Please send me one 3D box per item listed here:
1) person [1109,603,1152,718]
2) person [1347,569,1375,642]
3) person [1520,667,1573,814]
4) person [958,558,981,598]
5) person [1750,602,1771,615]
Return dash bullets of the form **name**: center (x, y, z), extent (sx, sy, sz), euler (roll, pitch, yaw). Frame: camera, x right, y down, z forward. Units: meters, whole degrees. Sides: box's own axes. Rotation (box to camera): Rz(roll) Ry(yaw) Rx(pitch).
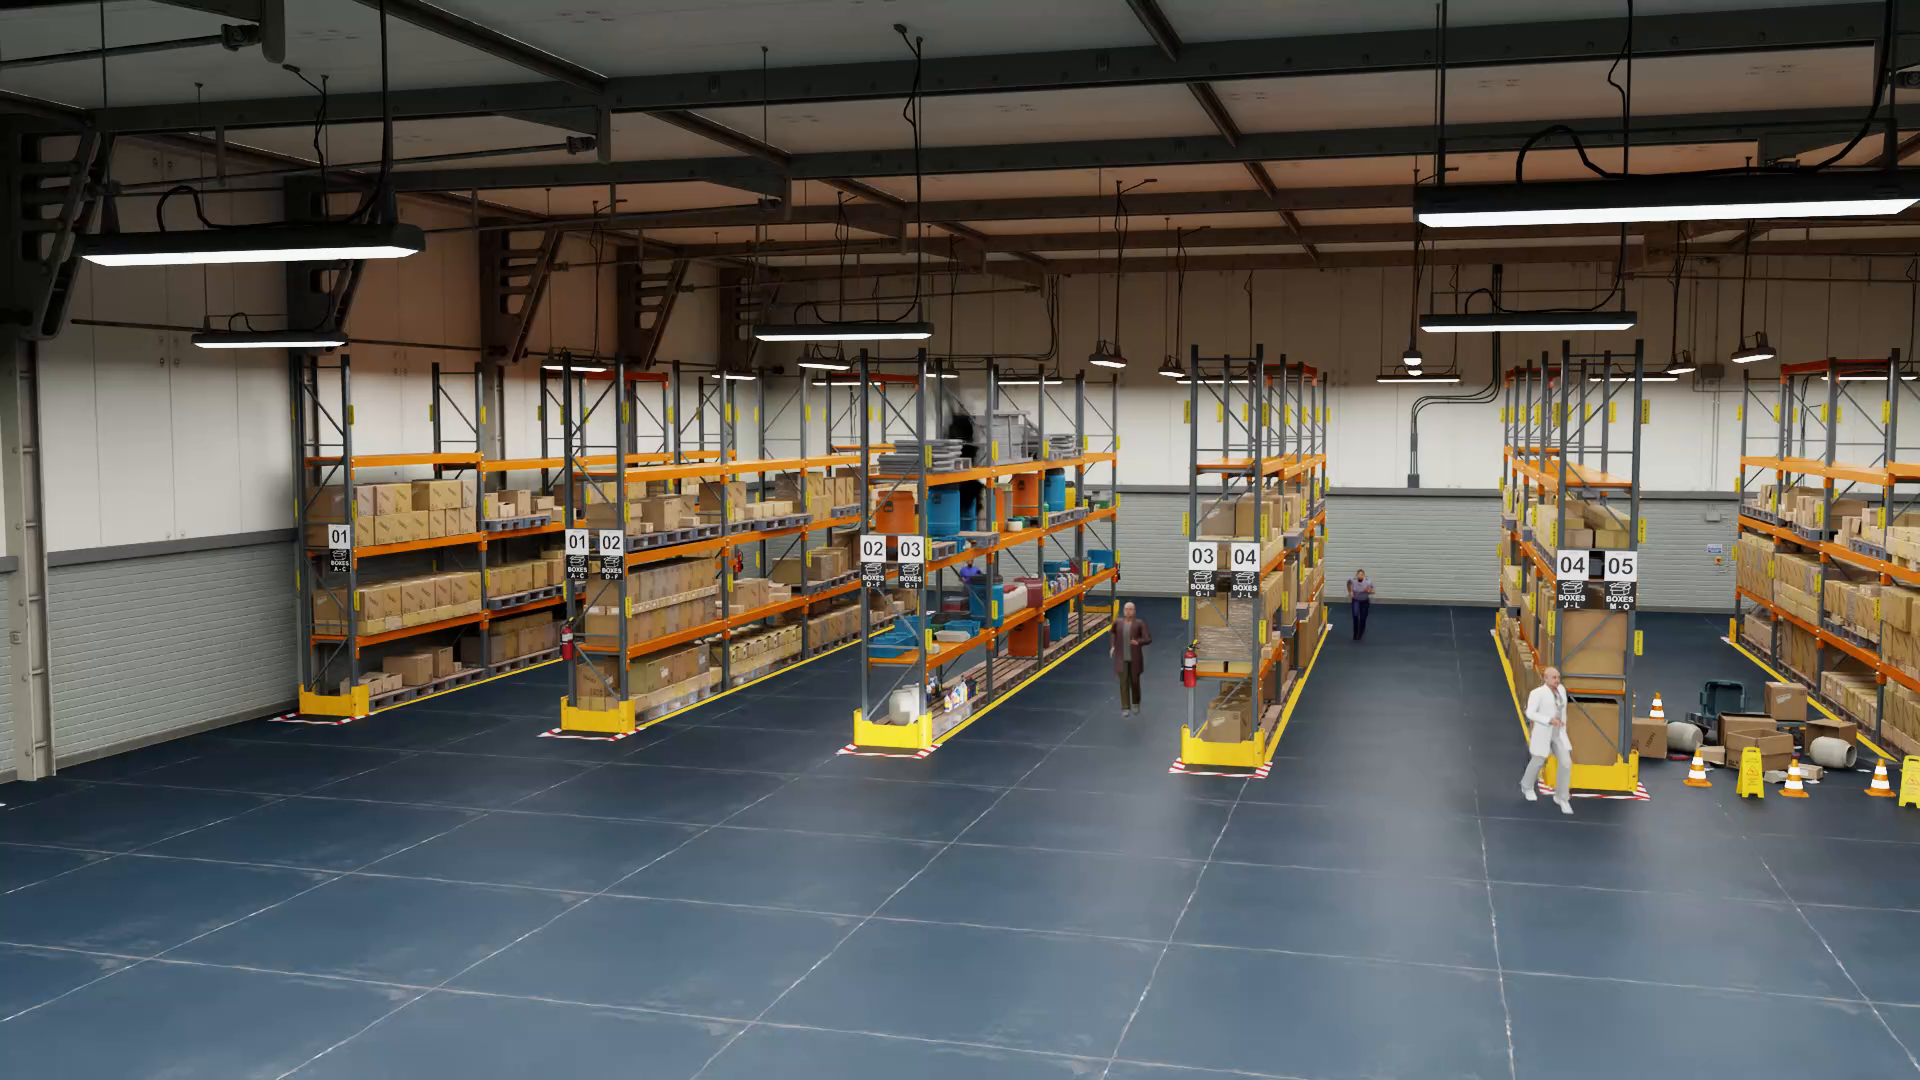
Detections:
- **person**: center (2.650, 1.878, 26.034), extent (0.708, 1.807, 0.897), euler (1, 4, 15)
- **person**: center (8.869, 1.441, 36.830), extent (0.595, 1.621, 0.866), euler (1, 4, 12)
- **person**: center (7.466, 2.536, 21.155), extent (0.700, 1.864, 0.935), euler (-1, 4, -13)
- **person**: center (0.234, 1.210, 39.230), extent (0.567, 1.662, 0.929), euler (0, 4, 5)
- **person**: center (18.158, 1.377, 37.616), extent (0.647, 1.666, 0.609), euler (4, 6, 40)
